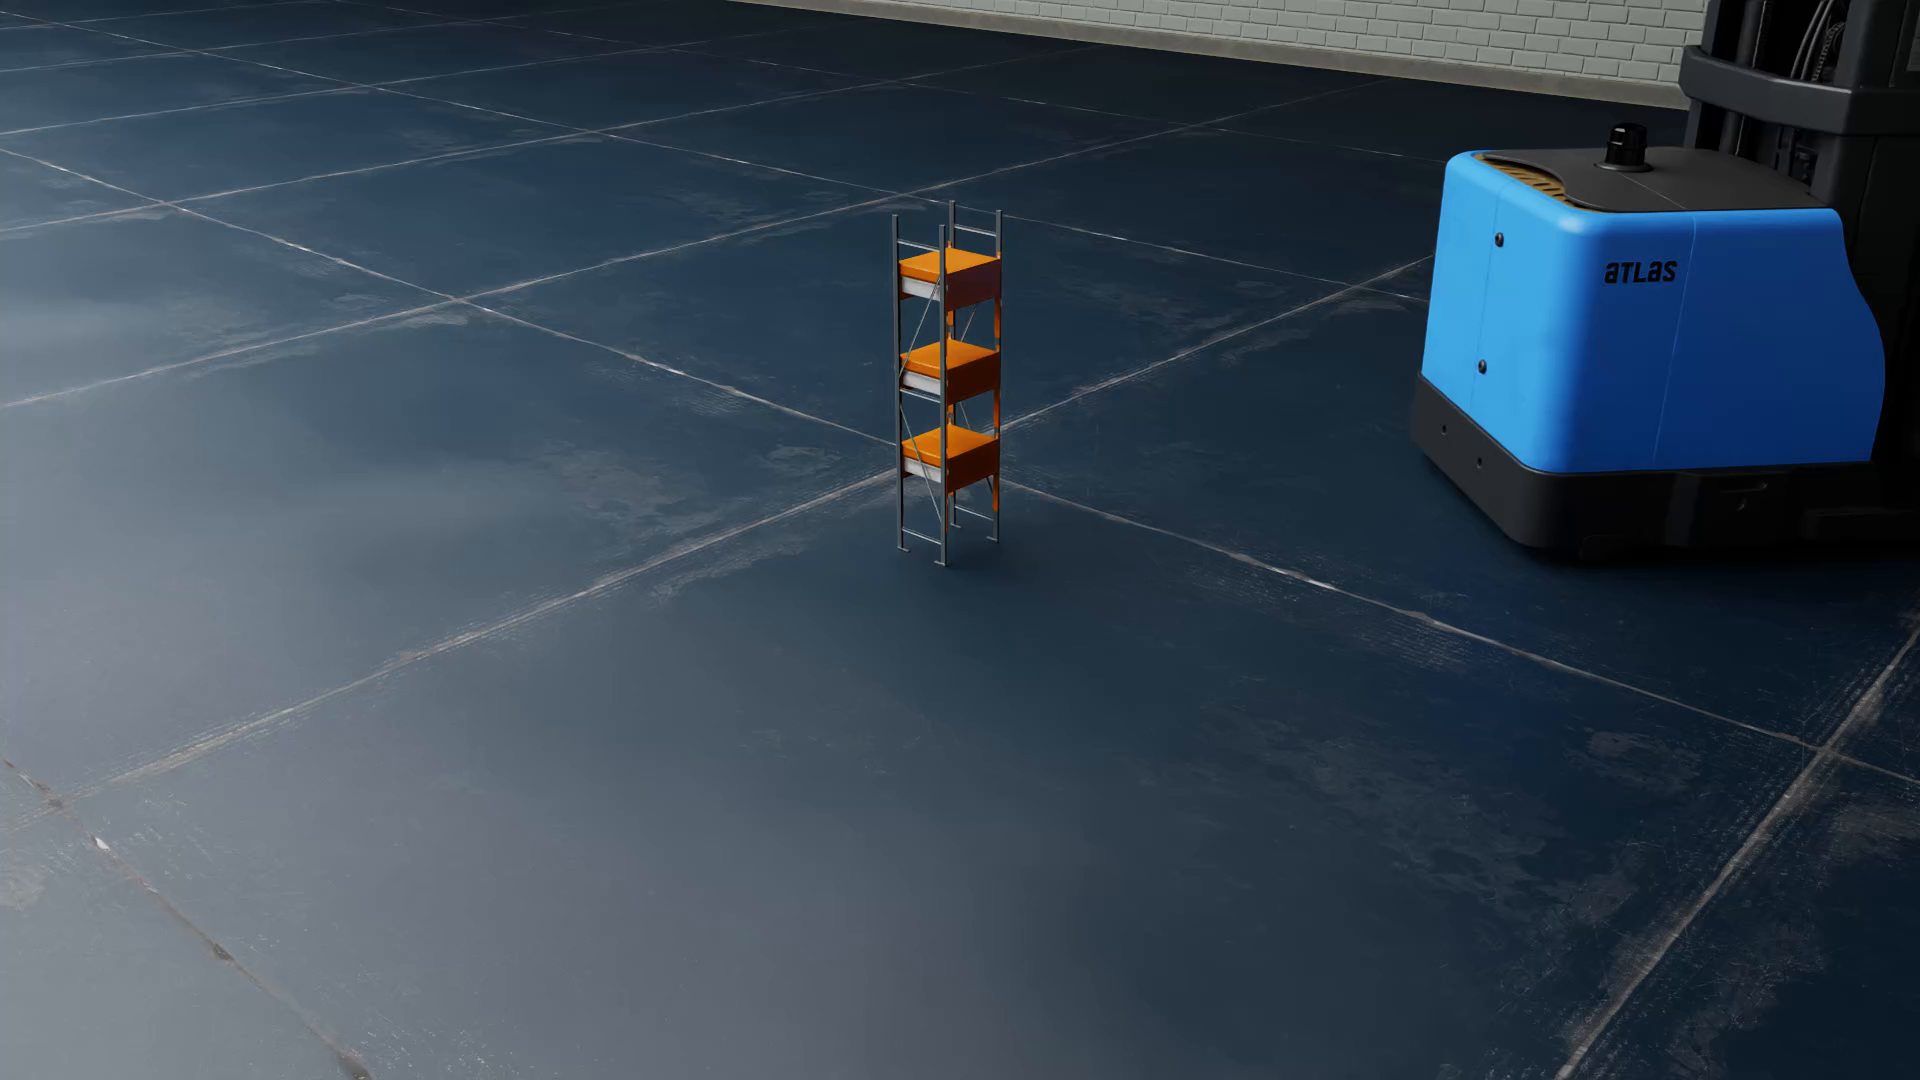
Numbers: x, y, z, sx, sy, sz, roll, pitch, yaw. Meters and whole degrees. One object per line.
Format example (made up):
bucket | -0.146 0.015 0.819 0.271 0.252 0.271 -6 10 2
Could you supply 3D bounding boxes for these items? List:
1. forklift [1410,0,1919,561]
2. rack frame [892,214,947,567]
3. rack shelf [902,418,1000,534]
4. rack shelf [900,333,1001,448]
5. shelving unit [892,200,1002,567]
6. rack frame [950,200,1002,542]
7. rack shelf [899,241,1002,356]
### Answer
forklift | 3.141 -1.519 5.056 3.031 2.935 1.130 -3 24 -6
rack frame | -0.117 -0.426 4.916 0.200 1.050 0.008 20 31 38
rack shelf | -0.036 -0.199 5.117 0.215 0.259 0.240 20 31 38
rack shelf | -0.036 -0.453 5.003 0.215 0.259 0.240 20 31 38
shelving unit | -0.036 -0.463 4.999 0.215 1.050 0.252 20 31 38
rack frame | 0.046 -0.500 5.082 0.200 1.050 0.008 20 31 38
rack shelf | -0.036 -0.712 4.887 0.215 0.259 0.240 20 31 38
